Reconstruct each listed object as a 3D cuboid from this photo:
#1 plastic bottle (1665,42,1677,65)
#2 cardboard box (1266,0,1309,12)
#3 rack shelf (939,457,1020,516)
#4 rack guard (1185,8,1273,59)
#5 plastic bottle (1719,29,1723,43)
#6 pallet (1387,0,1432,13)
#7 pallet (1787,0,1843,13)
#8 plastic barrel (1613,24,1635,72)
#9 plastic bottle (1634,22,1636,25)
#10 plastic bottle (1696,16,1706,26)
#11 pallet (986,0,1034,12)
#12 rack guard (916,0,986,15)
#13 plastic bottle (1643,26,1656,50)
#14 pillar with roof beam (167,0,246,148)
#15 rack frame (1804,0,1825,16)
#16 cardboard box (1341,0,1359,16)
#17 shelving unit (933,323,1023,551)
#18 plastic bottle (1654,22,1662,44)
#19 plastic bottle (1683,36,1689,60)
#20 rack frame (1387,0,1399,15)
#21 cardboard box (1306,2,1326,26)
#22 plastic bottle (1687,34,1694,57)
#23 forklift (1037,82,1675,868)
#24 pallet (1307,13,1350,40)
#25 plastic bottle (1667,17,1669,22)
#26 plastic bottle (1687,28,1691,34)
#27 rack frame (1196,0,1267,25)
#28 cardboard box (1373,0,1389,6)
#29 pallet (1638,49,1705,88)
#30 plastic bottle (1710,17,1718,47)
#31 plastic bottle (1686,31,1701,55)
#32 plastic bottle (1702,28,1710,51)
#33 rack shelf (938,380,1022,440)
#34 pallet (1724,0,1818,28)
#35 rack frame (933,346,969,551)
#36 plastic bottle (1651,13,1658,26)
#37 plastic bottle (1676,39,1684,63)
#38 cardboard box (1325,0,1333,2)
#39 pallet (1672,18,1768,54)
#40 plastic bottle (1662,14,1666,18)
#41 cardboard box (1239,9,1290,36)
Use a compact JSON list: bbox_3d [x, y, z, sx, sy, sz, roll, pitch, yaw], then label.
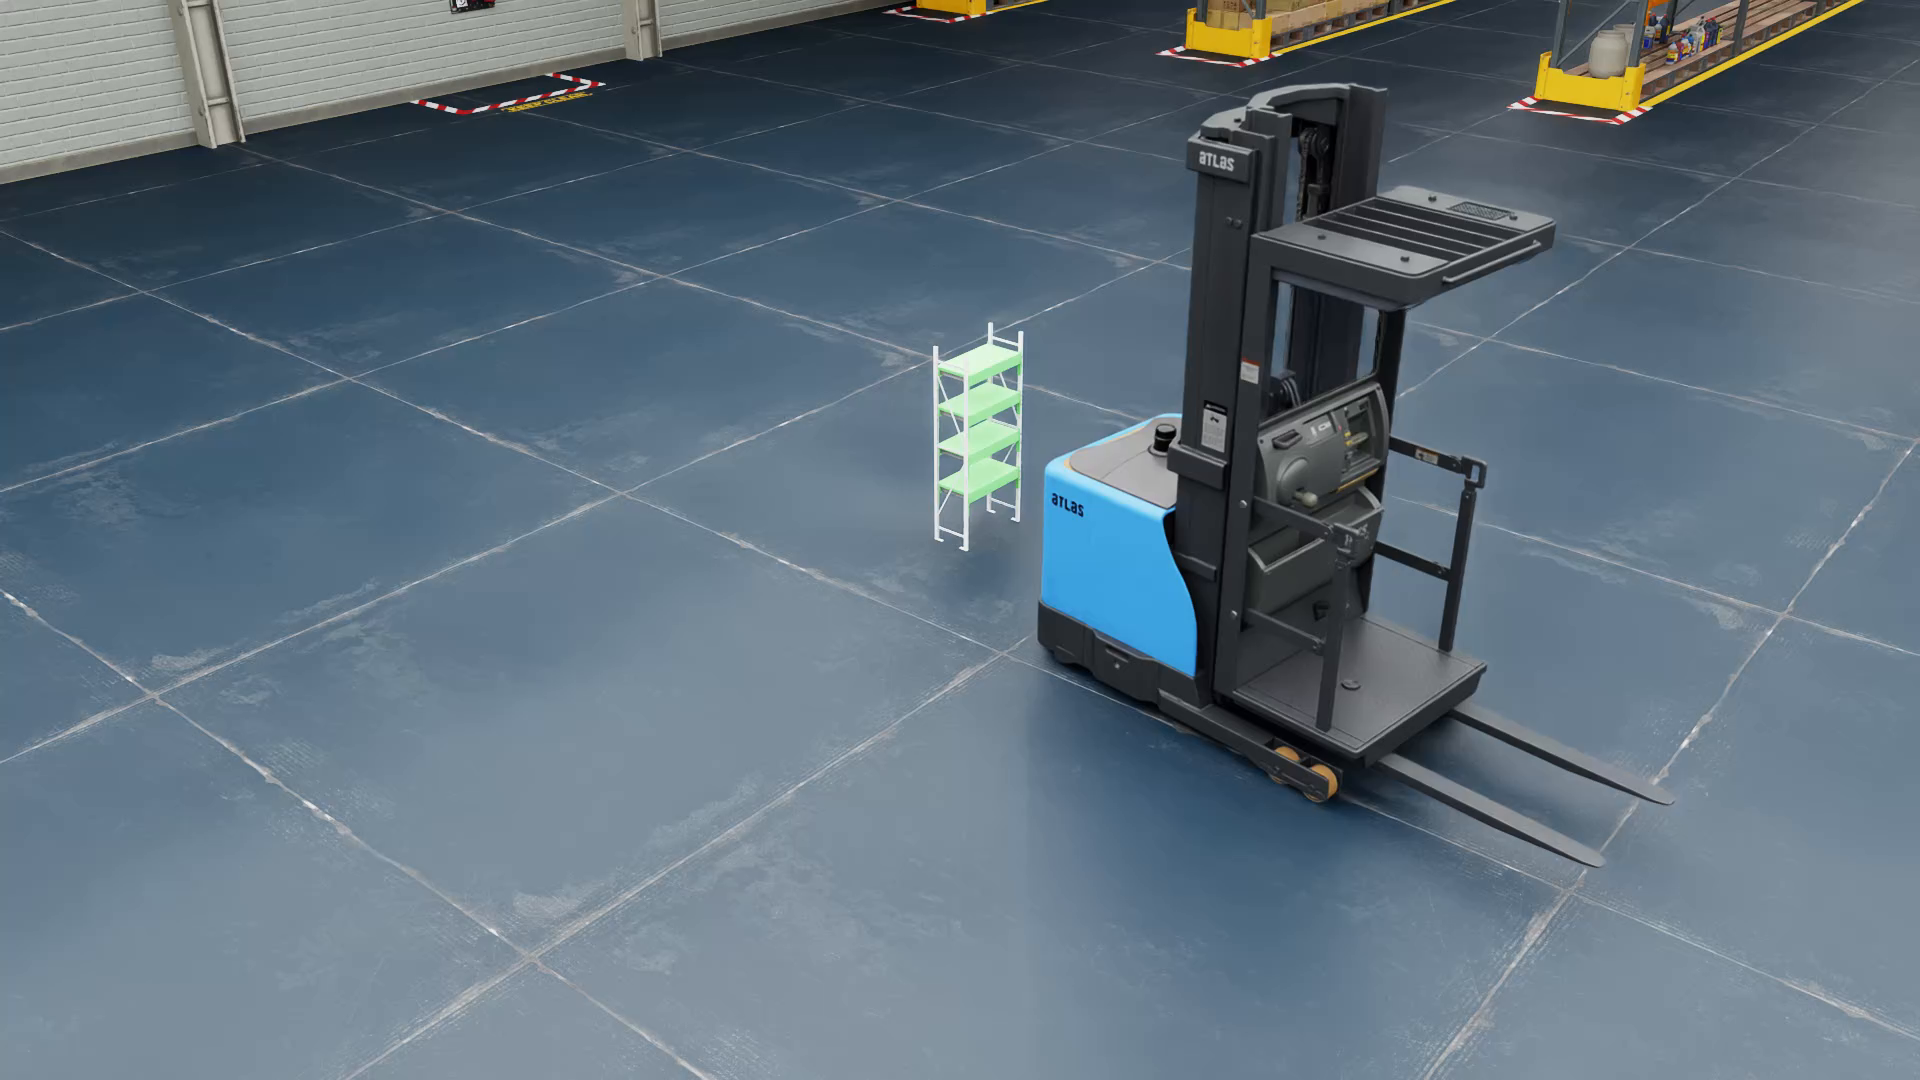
[{"bbox_3d":[8.850,-6.055,20.680,0.097,0.271,0.097,0,27,0],"label":"plastic bottle"},{"bbox_3d":[4.466,-7.570,22.838,0.500,0.500,0.500,21,34,34],"label":"cardboard box"},{"bbox_3d":[0.105,-0.322,9.727,0.258,0.148,0.480,21,34,34],"label":"rack shelf"},{"bbox_3d":[3.622,-6.850,22.447,1.175,0.500,0.348,21,34,34],"label":"rack guard"},{"bbox_3d":[10.011,-6.671,21.947,0.097,0.201,0.097,0,27,0],"label":"plastic bottle"},{"bbox_3d":[6.620,-8.421,25.798,1.003,0.211,1.213,21,34,34],"label":"pallet"},{"bbox_3d":[13.014,-8.409,25.775,1.003,0.211,1.213,21,34,34],"label":"pallet"},{"bbox_3d":[8.135,-6.035,20.401,0.421,0.512,0.421,0,27,0],"label":"plastic barrel"},{"bbox_3d":[8.777,-6.574,21.598,0.144,0.351,0.185,20,34,34],"label":"plastic bottle"},{"bbox_3d":[9.702,-6.686,21.814,0.144,0.351,0.185,21,34,34],"label":"plastic bottle"},{"bbox_3d":[0.404,-8.481,25.915,1.003,0.211,1.213,21,34,34],"label":"pallet"},{"bbox_3d":[-0.140,-8.332,25.311,1.175,0.500,0.348,21,34,34],"label":"rack guard"},{"bbox_3d":[8.907,-6.507,21.548,0.152,0.276,0.135,21,34,34],"label":"plastic bottle"},{"bbox_3d":[-4.721,-7.068,13.619,9.100,9.000,0.400,21,34,34],"label":"pillar with roof beam"},{"bbox_3d":[12.545,-9.356,24.571,1.000,3.000,0.127,21,34,34],"label":"rack frame"},{"bbox_3d":[5.422,-7.768,24.036,0.500,0.250,0.500,21,34,34],"label":"cardboard box"},{"bbox_3d":[0.105,-0.592,9.588,0.258,1.200,0.503,21,34,34],"label":"shelving unit"},{"bbox_3d":[9.168,-6.670,21.869,0.097,0.271,0.097,0,27,0],"label":"plastic bottle"},{"bbox_3d":[9.132,-6.212,20.984,0.097,0.271,0.097,0,27,0],"label":"plastic bottle"},{"bbox_3d":[6.181,-9.387,24.630,1.000,3.000,0.127,21,34,34],"label":"rack frame"},{"bbox_3d":[4.783,-7.414,23.353,0.500,0.250,0.500,21,34,34],"label":"cardboard box"},{"bbox_3d":[9.261,-6.284,21.123,0.097,0.271,0.097,0,27,0],"label":"plastic bottle"},{"bbox_3d":[1.779,-0.391,7.316,1.130,2.935,3.031,-24,36,-38],"label":"forklift"},{"bbox_3d":[4.867,-7.444,23.910,1.003,0.211,1.213,21,34,34],"label":"pallet"},{"bbox_3d":[9.358,-6.788,22.085,0.061,0.283,0.133,21,34,34],"label":"plastic bottle"},{"bbox_3d":[9.391,-6.452,21.436,0.061,0.283,0.133,21,34,34],"label":"plastic bottle"},{"bbox_3d":[3.637,-7.969,21.889,1.000,3.000,0.127,21,34,34],"label":"rack frame"},{"bbox_3d":[6.055,-8.124,24.724,0.500,0.250,0.500,21,34,34],"label":"cardboard box"},{"bbox_3d":[8.766,-6.039,21.194,1.003,0.211,1.213,21,34,34],"label":"pallet"},{"bbox_3d":[9.814,-6.644,21.733,0.144,0.351,0.185,20,33,33],"label":"plastic bottle"},{"bbox_3d":[9.380,-6.372,21.288,0.152,0.276,0.135,21,34,35],"label":"plastic bottle"},{"bbox_3d":[9.620,-6.476,21.482,0.061,0.283,0.133,23,35,38],"label":"plastic bottle"},{"bbox_3d":[0.105,-0.748,9.507,0.258,0.148,0.480,21,34,34],"label":"rack shelf"},{"bbox_3d":[12.022,-7.854,24.703,1.003,0.211,1.213,21,34,34],"label":"pallet"},{"bbox_3d":[-0.050,-0.505,9.421,0.240,1.200,0.015,21,34,34],"label":"rack frame"},{"bbox_3d":[9.167,-6.792,22.018,0.144,0.351,0.185,22,34,36],"label":"plastic bottle"},{"bbox_3d":[9.008,-6.135,20.822,0.061,0.283,0.133,21,34,35],"label":"plastic bottle"},{"bbox_3d":[5.106,-7.923,23.520,0.500,0.500,0.500,21,34,34],"label":"cardboard box"},{"bbox_3d":[10.470,-6.989,23.030,1.003,0.211,1.213,21,34,34],"label":"pallet"},{"bbox_3d":[9.460,-6.937,22.384,0.097,0.271,0.097,0,27,0],"label":"plastic bottle"},{"bbox_3d":[4.150,-7.059,22.666,0.500,0.250,0.500,21,34,34],"label":"cardboard box"}]
